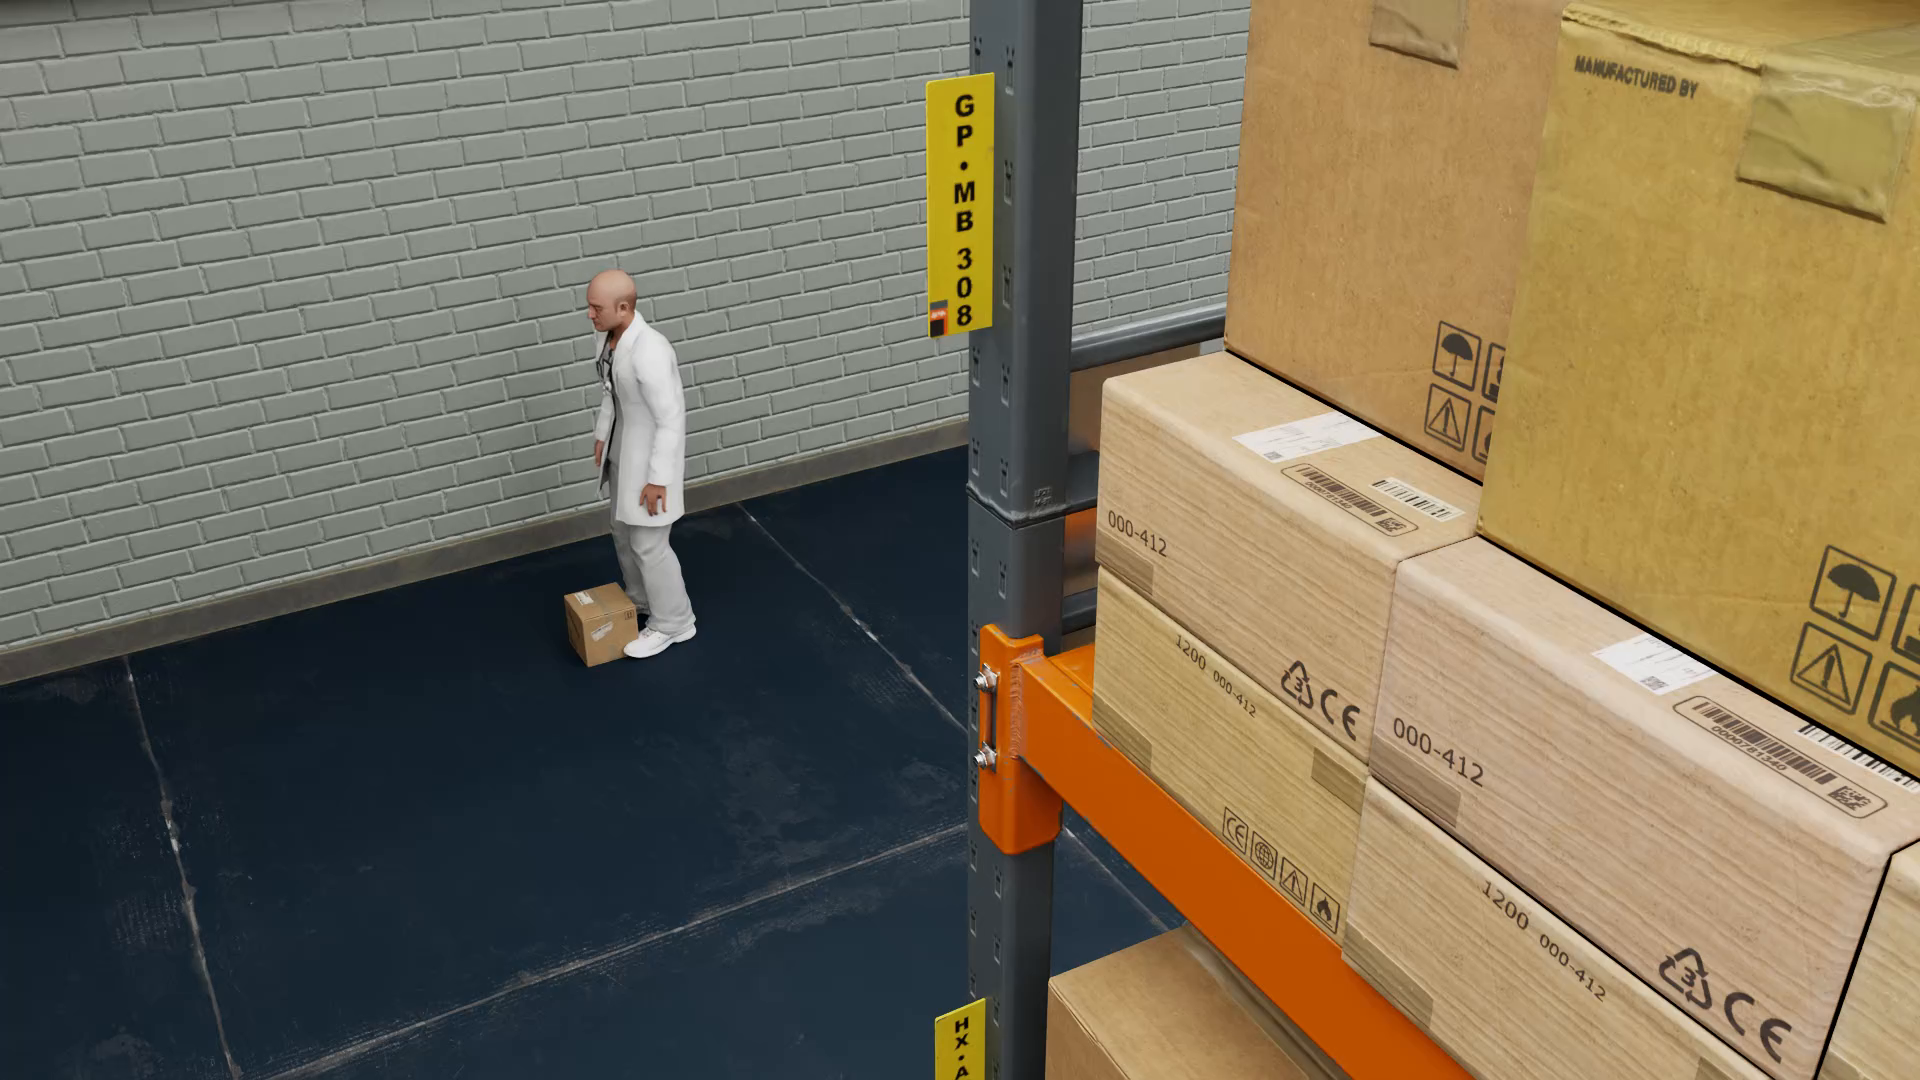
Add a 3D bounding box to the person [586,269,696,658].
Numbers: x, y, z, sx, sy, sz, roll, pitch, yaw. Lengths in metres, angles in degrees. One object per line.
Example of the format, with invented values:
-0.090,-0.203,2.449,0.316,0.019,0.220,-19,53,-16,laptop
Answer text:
-1.409,-0.344,7.270,0.415,1.775,0.655,-17,33,-29,person
